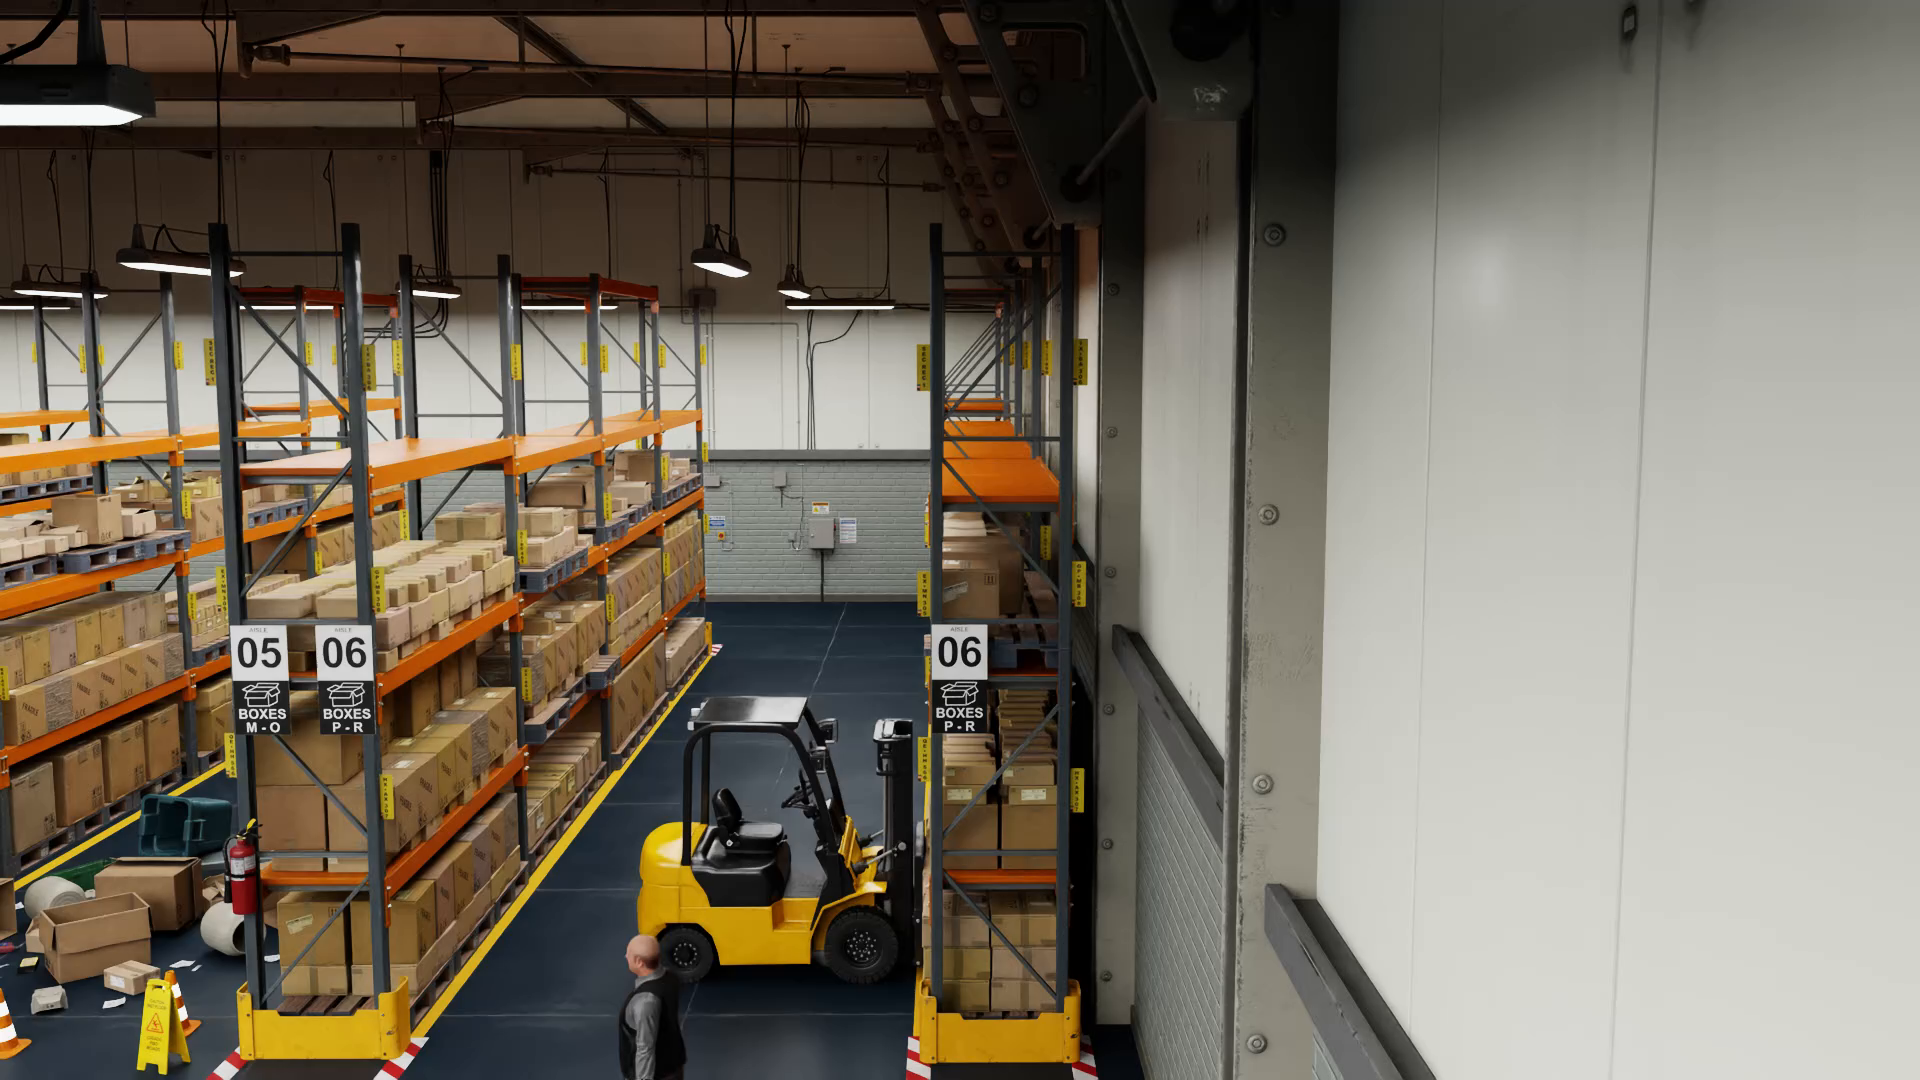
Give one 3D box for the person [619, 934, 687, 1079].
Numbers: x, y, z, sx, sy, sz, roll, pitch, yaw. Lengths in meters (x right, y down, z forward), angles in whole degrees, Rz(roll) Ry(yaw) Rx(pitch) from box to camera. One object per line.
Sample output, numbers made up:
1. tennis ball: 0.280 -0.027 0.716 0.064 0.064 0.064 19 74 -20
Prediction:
1. person: -1.790 3.177 9.903 0.792 1.705 0.597 1 7 11
